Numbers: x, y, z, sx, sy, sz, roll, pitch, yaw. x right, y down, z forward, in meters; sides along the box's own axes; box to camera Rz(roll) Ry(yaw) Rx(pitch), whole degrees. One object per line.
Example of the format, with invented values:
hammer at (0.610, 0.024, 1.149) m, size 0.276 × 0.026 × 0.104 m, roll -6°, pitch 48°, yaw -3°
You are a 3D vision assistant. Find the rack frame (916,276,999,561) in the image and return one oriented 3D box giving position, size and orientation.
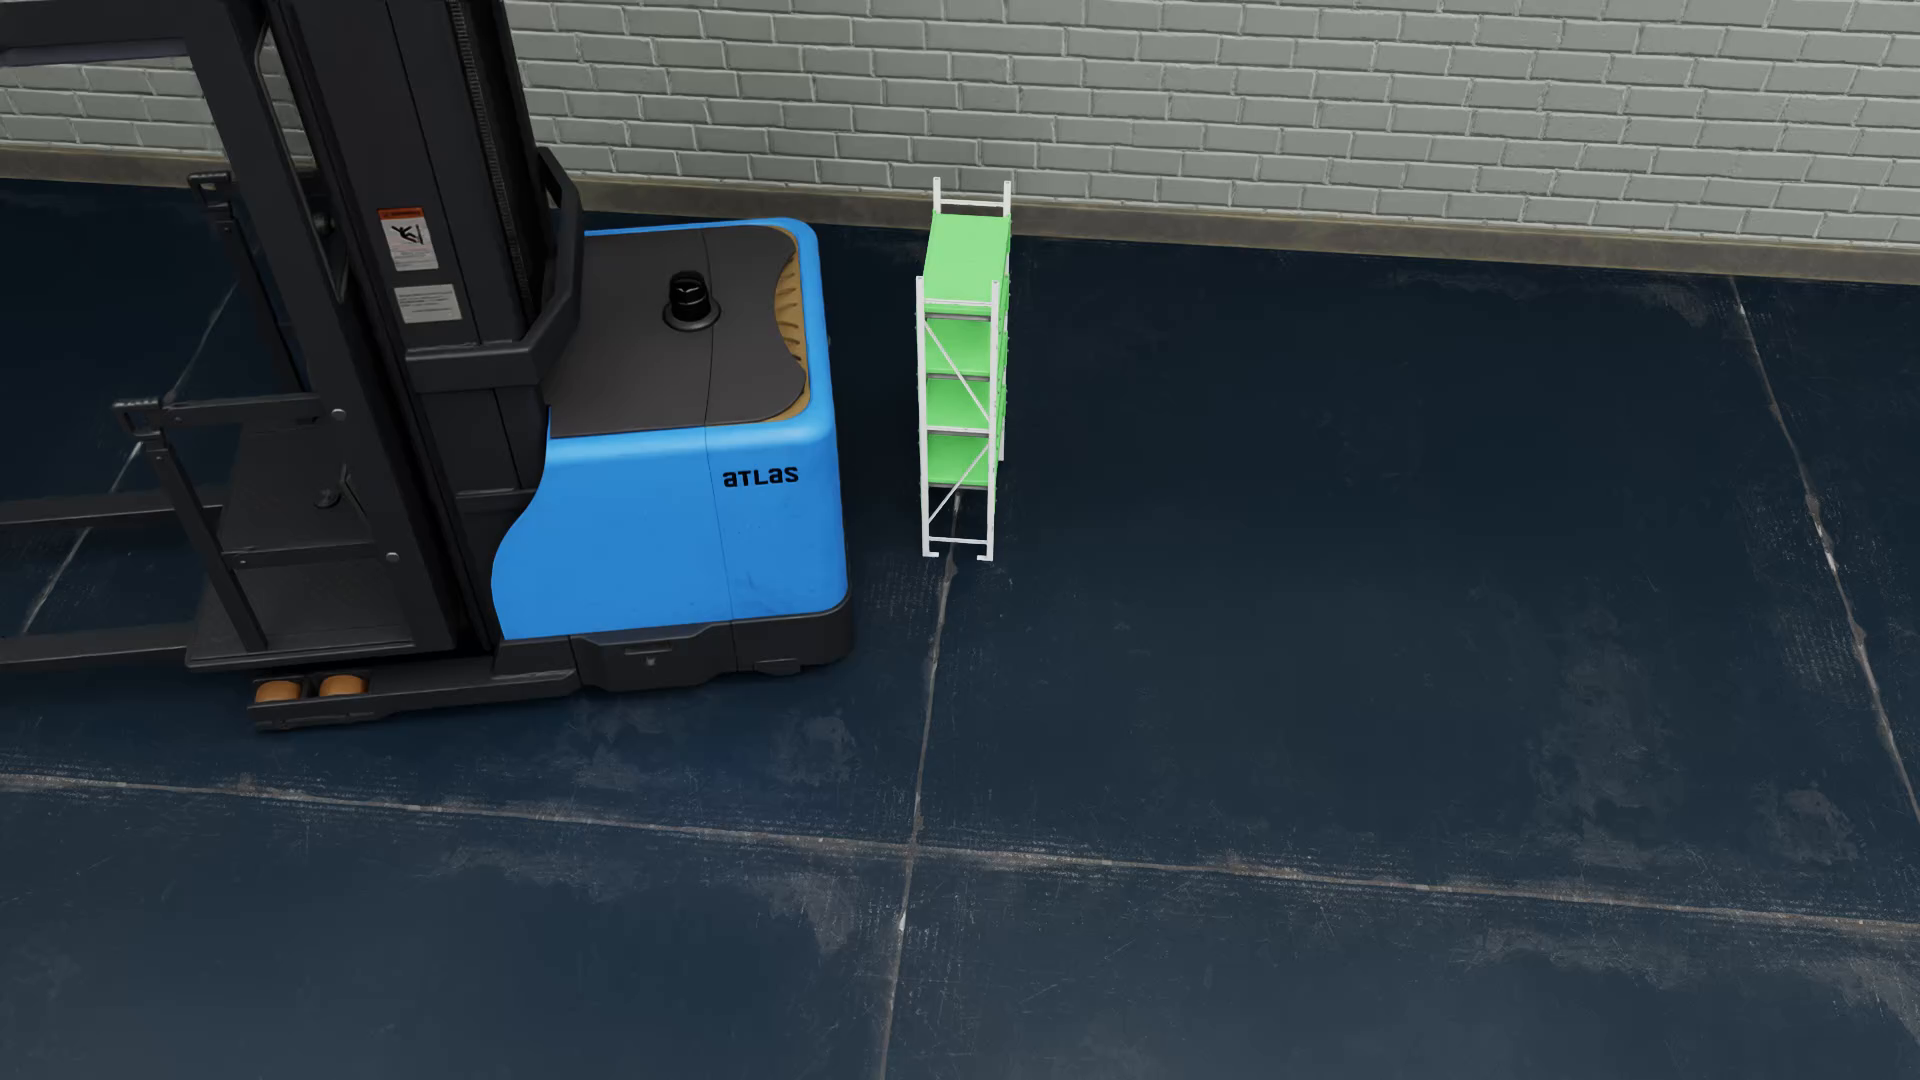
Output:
rack frame at (-0.007, -0.347, 5.255) m, size 0.240 × 1.200 × 0.015 m, roll 4°, pitch 48°, yaw 4°

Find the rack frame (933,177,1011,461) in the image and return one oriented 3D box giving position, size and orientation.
rack frame at (0.037, -0.706, 5.583) m, size 0.240 × 1.200 × 0.015 m, roll 4°, pitch 48°, yaw 4°

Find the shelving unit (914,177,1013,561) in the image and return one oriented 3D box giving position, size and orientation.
shelving unit at (0.015, -0.527, 5.419) m, size 0.258 × 1.200 × 0.503 m, roll 4°, pitch 48°, yaw 4°

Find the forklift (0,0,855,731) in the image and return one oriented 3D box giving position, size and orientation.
forklift at (-1.892, -0.810, 4.505) m, size 3.031 × 2.935 × 1.130 m, roll -5°, pitch 48°, yaw -5°

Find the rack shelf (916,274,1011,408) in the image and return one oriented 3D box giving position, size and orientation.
rack shelf at (0.015, -0.645, 5.289) m, size 0.258 × 0.148 × 0.480 m, roll 4°, pitch 48°, yaw 4°

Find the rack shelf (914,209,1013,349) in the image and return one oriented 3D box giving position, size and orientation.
rack shelf at (0.015, -0.807, 5.111) m, size 0.258 × 0.148 × 0.480 m, roll 4°, pitch 48°, yaw 4°

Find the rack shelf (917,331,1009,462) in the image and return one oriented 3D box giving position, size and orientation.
rack shelf at (0.015, -0.483, 5.466) m, size 0.258 × 0.148 × 0.480 m, roll 4°, pitch 48°, yaw 4°

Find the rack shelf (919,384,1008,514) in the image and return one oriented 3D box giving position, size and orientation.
rack shelf at (0.015, -0.321, 5.643) m, size 0.258 × 0.148 × 0.480 m, roll 4°, pitch 48°, yaw 4°
